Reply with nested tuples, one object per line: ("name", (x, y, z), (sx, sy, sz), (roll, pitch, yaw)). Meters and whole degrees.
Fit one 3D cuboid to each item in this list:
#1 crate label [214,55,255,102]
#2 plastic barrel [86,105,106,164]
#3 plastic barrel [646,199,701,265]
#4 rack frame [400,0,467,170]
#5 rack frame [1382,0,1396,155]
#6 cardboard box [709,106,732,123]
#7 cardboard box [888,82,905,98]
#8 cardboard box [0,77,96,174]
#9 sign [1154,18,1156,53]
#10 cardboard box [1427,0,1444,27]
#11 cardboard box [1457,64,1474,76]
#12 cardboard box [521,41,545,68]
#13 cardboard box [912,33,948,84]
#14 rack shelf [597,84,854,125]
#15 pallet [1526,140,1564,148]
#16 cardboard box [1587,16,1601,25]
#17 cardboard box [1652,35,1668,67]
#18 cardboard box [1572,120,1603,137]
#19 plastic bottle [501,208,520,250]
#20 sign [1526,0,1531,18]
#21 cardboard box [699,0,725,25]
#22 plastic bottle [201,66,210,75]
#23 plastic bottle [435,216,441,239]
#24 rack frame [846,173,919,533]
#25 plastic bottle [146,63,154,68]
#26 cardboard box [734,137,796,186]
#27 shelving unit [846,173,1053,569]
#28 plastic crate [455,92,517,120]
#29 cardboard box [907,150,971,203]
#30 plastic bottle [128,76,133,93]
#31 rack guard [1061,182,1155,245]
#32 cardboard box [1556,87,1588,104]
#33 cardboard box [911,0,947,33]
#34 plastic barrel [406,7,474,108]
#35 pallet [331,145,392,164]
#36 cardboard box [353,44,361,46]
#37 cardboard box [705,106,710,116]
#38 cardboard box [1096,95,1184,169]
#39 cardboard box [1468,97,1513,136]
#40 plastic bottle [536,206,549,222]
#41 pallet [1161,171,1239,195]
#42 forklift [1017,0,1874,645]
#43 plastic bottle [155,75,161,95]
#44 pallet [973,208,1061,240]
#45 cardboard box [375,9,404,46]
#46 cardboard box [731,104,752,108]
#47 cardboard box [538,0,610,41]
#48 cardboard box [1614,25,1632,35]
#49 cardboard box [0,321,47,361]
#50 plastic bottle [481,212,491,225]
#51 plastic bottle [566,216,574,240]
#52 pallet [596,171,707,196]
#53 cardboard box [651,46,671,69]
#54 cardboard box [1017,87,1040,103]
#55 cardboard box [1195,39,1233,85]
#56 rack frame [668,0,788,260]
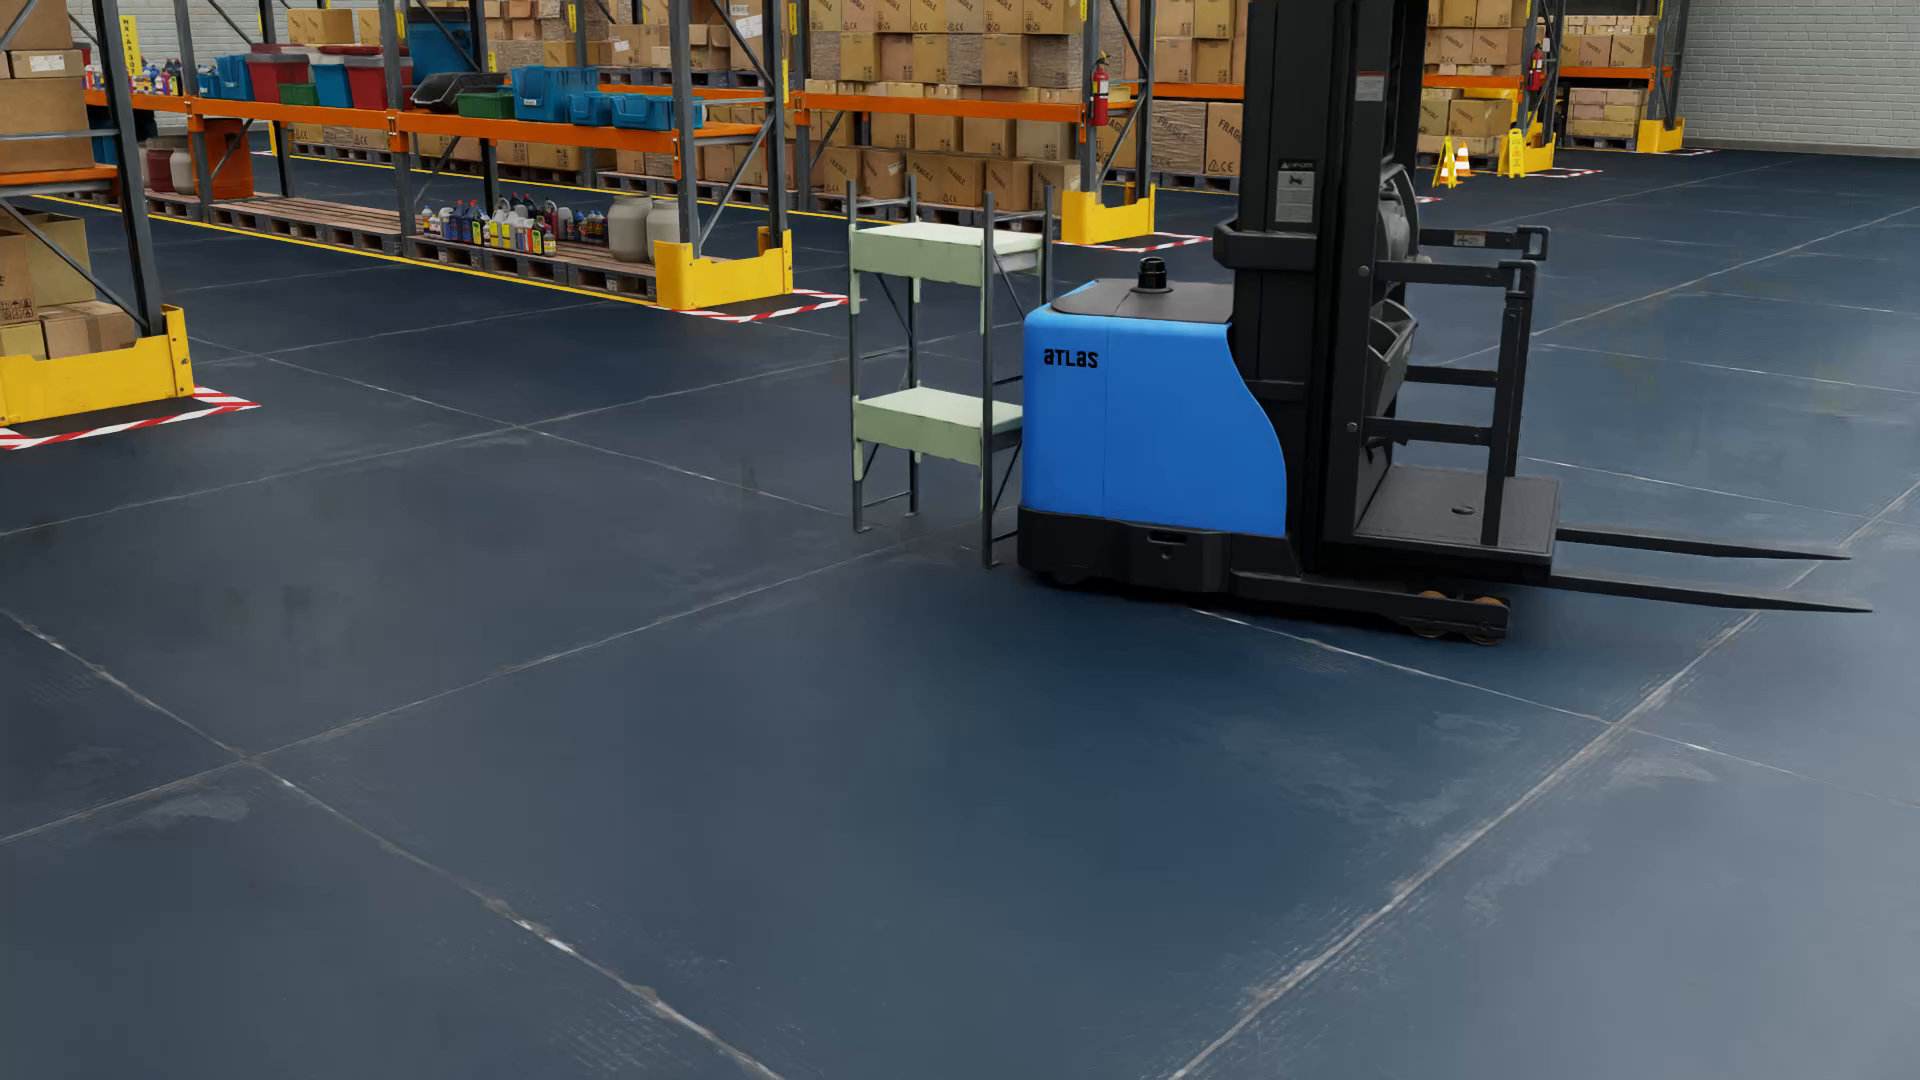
("crate label", (-7.168, -4.685, 16.856), (0.616, 0.435, 0.502), (15, 23, 39))
("plastic barrel", (-10.328, -4.819, 20.111), (0.708, 0.901, 0.600), (15, 23, 39))
("plastic barrel", (-2.291, -2.451, 13.296), (0.421, 0.512, 0.421), (0, 18, 0))
("rack frame", (-7.436, -6.852, 23.744), (0.127, 3.000, 1.000), (15, 23, 39))
("rack frame", (4.907, -5.545, 19.624), (0.127, 3.000, 1.000), (15, 23, 39))
("cardboard box", (-3.691, -6.755, 26.874), (0.500, 0.500, 0.500), (16, 24, 41))
("cardboard box", (-0.540, -4.770, 17.597), (0.250, 0.149, 0.380), (15, 23, 39))
("cardboard box", (-5.380, -2.347, 9.382), (0.500, 0.500, 0.700), (15, 23, 39))
("sign", (1.899, -4.978, 16.408), (0.005, 0.325, 0.100), (15, 23, 39))
("cardboard box", (6.767, -7.587, 23.748), (0.500, 0.500, 0.700), (15, 23, 39))
("cardboard box", (7.255, -6.674, 23.598), (0.250, 0.149, 0.380), (15, 23, 38))
("cardboard box", (-5.347, -6.241, 21.654), (0.500, 0.500, 0.500), (15, 23, 39))
("cardboard box", (-0.019, -5.035, 17.362), (0.500, 0.500, 0.875), (15, 23, 39))
("rack shelf", (-2.948, -5.305, 20.057), (4.000, 0.370, 1.077), (15, 23, 39))
("pallet", (9.901, -6.869, 28.406), (1.213, 0.211, 1.003), (15, 23, 39))
("cardboard box", (10.446, -8.487, 27.167), (0.250, 0.149, 0.380), (15, 23, 40))
("cardboard box", (11.223, -8.019, 27.254), (0.500, 0.500, 0.500), (16, 24, 41))
("cardboard box", (10.482, -6.823, 27.504), (0.500, 0.250, 0.500), (15, 23, 39))
("plastic bottle", (-3.813, -2.656, 14.174), (0.185, 0.351, 0.144), (16, 24, 41))
("sign", (7.734, -7.266, 22.611), (0.005, 0.325, 0.100), (15, 23, 39))
("cardboard box", (-4.244, -8.766, 27.464), (0.500, 0.500, 0.500), (16, 23, 41))
("plastic bottle", (-8.528, -5.223, 18.822), (0.097, 0.271, 0.097), (0, 18, 0))
("plastic bottle", (-4.641, -2.797, 14.866), (0.097, 0.201, 0.097), (0, 18, 0))
("rack frame", (-0.324, -0.791, 7.125), (0.023, 1.500, 0.400), (15, 23, 39))
("plastic bottle", (-9.564, -5.492, 19.663), (0.135, 0.276, 0.152), (15, 23, 39))
("cardboard box", (-2.242, -4.492, 19.713), (0.500, 0.500, 0.700), (15, 23, 39))
("shelving unit", (-0.048, -0.719, 6.897), (0.755, 1.500, 0.431), (15, 23, 39))
("plastic crate", (-3.912, -3.688, 14.124), (0.662, 0.188, 0.450), (15, 23, 39))
("cardboard box", (-0.230, -3.945, 18.022), (0.500, 0.500, 0.500), (13, 22, 34))
("plastic bottle", (-9.172, -5.087, 18.375), (0.133, 0.283, 0.061), (15, 23, 39))
("rack guard", (1.483, -3.267, 16.578), (0.348, 0.500, 1.175), (15, 23, 39))
("cardboard box", (10.088, -7.397, 27.659), (0.500, 0.250, 0.500), (15, 23, 40))
("cardboard box", (-0.155, -5.466, 17.065), (0.500, 0.500, 0.500), (15, 23, 39))
("plastic barrel", (-4.828, -4.510, 15.537), (0.708, 0.901, 0.600), (15, 23, 39))
("pallet", (-8.869, -5.938, 25.475), (1.213, 0.211, 1.003), (15, 23, 39))
("cardboard box", (-8.711, -7.158, 24.463), (0.500, 0.250, 0.500), (16, 23, 40))
("cardboard box", (-4.188, -7.195, 27.860), (0.250, 0.149, 0.380), (16, 24, 41))
("cardboard box", (2.339, -5.393, 21.965), (0.875, 0.875, 0.875), (15, 23, 40))
("cardboard box", (7.679, -6.161, 24.178), (0.500, 0.500, 0.500), (14, 22, 37))
("plastic bottle", (-3.731, -2.845, 14.879), (0.133, 0.283, 0.061), (15, 23, 39))
("pallet", (3.349, -4.603, 21.268), (1.213, 0.211, 1.003), (15, 23, 39))
("forklift", (1.797, -1.205, 6.063), (3.031, 2.935, 1.130), (7, 19, 20))
("plastic bottle", (-8.637, -4.912, 17.958), (0.097, 0.201, 0.097), (0, 18, 0))
("pallet", (0.898, -3.300, 17.161), (1.213, 0.211, 1.003), (15, 23, 39))
("cardboard box", (-7.957, -7.312, 23.709), (0.500, 0.500, 0.500), (16, 24, 41))
("cardboard box", (-3.291, -7.006, 26.426), (0.500, 0.250, 0.500), (16, 24, 41))
("cardboard box", (-4.980, -6.725, 21.521), (0.637, 0.503, 0.797), (16, 24, 41))
("cardboard box", (10.753, -8.216, 26.805), (0.250, 0.149, 0.380), (16, 23, 40))
("cardboard box", (-5.636, -1.133, 9.573), (0.500, 0.250, 0.500), (15, 23, 39))
("plastic bottle", (-4.136, -2.720, 14.506), (0.097, 0.271, 0.097), (0, 18, 0))
("plastic bottle", (-3.456, -2.783, 14.820), (0.097, 0.201, 0.097), (0, 18, 0))
("pallet", (-3.861, -4.563, 21.140), (1.213, 0.211, 1.003), (15, 23, 39))
("cardboard box", (-3.343, -5.789, 19.948), (0.500, 0.250, 0.500), (14, 22, 38))
("cardboard box", (0.781, -4.423, 16.503), (0.250, 0.149, 0.380), (15, 23, 39))
("cardboard box", (3.414, -6.024, 20.886), (0.500, 0.550, 0.875), (15, 23, 39))
("rack frame", (-1.748, -3.322, 12.621), (0.127, 3.000, 1.000), (15, 23, 39))
